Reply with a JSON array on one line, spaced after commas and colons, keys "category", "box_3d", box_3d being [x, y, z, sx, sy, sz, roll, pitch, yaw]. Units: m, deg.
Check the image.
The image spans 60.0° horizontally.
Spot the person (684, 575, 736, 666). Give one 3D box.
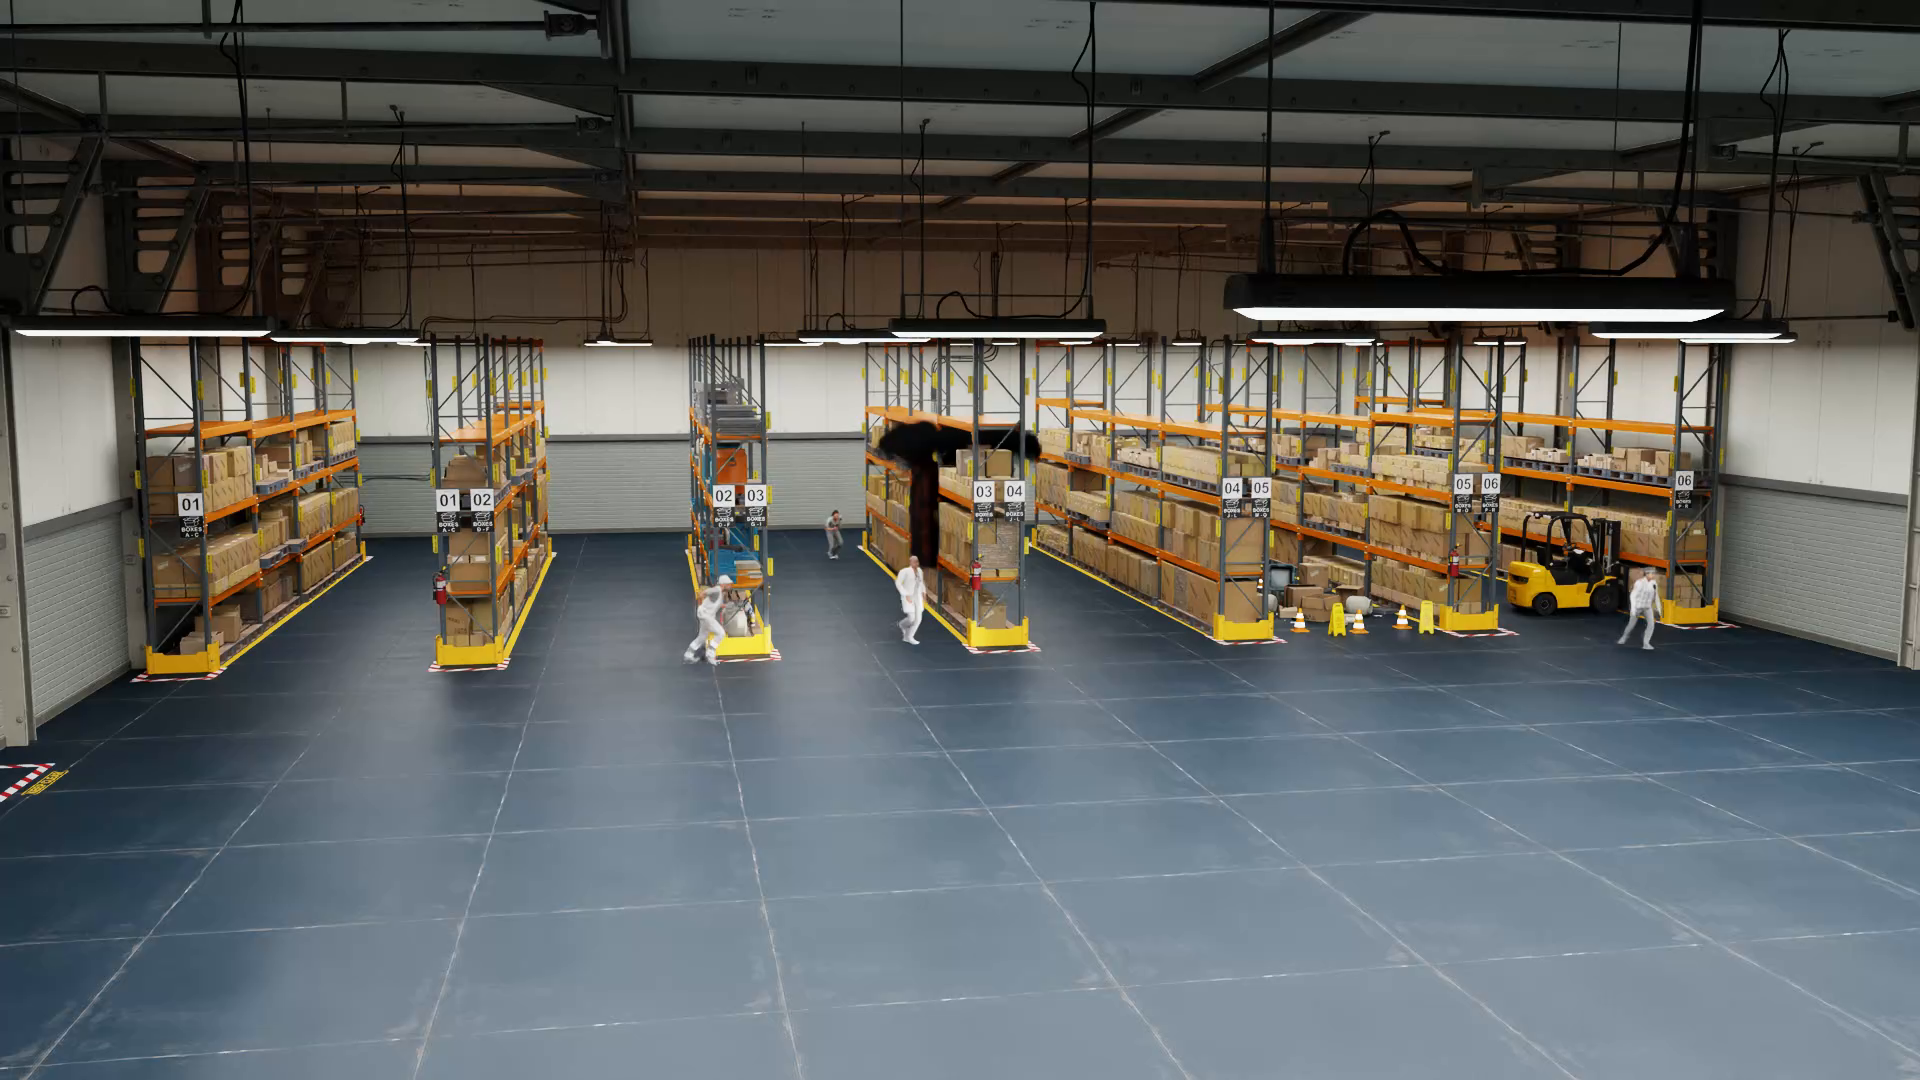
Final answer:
[{"category": "person", "box_3d": [-4.564, 1.467, 30.157, 0.980, 1.670, 0.713, 1, 7, 9]}]

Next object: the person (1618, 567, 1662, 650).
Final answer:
[{"category": "person", "box_3d": [13.089, 1.272, 31.993, 0.630, 1.599, 0.799, -2, 7, -13]}]

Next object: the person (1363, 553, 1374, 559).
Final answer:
[{"category": "person", "box_3d": [11.362, -0.311, 45.148, 0.716, 1.753, 0.975, -4, 7, -28]}]

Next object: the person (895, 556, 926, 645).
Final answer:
[{"category": "person", "box_3d": [-1.000, 1.193, 32.543, 0.707, 1.655, 0.649, -4, 8, -34]}]

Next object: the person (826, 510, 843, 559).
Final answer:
[{"category": "person", "box_3d": [-3.434, -0.146, 45.222, 0.571, 1.410, 0.923, -4, 7, -29]}]
